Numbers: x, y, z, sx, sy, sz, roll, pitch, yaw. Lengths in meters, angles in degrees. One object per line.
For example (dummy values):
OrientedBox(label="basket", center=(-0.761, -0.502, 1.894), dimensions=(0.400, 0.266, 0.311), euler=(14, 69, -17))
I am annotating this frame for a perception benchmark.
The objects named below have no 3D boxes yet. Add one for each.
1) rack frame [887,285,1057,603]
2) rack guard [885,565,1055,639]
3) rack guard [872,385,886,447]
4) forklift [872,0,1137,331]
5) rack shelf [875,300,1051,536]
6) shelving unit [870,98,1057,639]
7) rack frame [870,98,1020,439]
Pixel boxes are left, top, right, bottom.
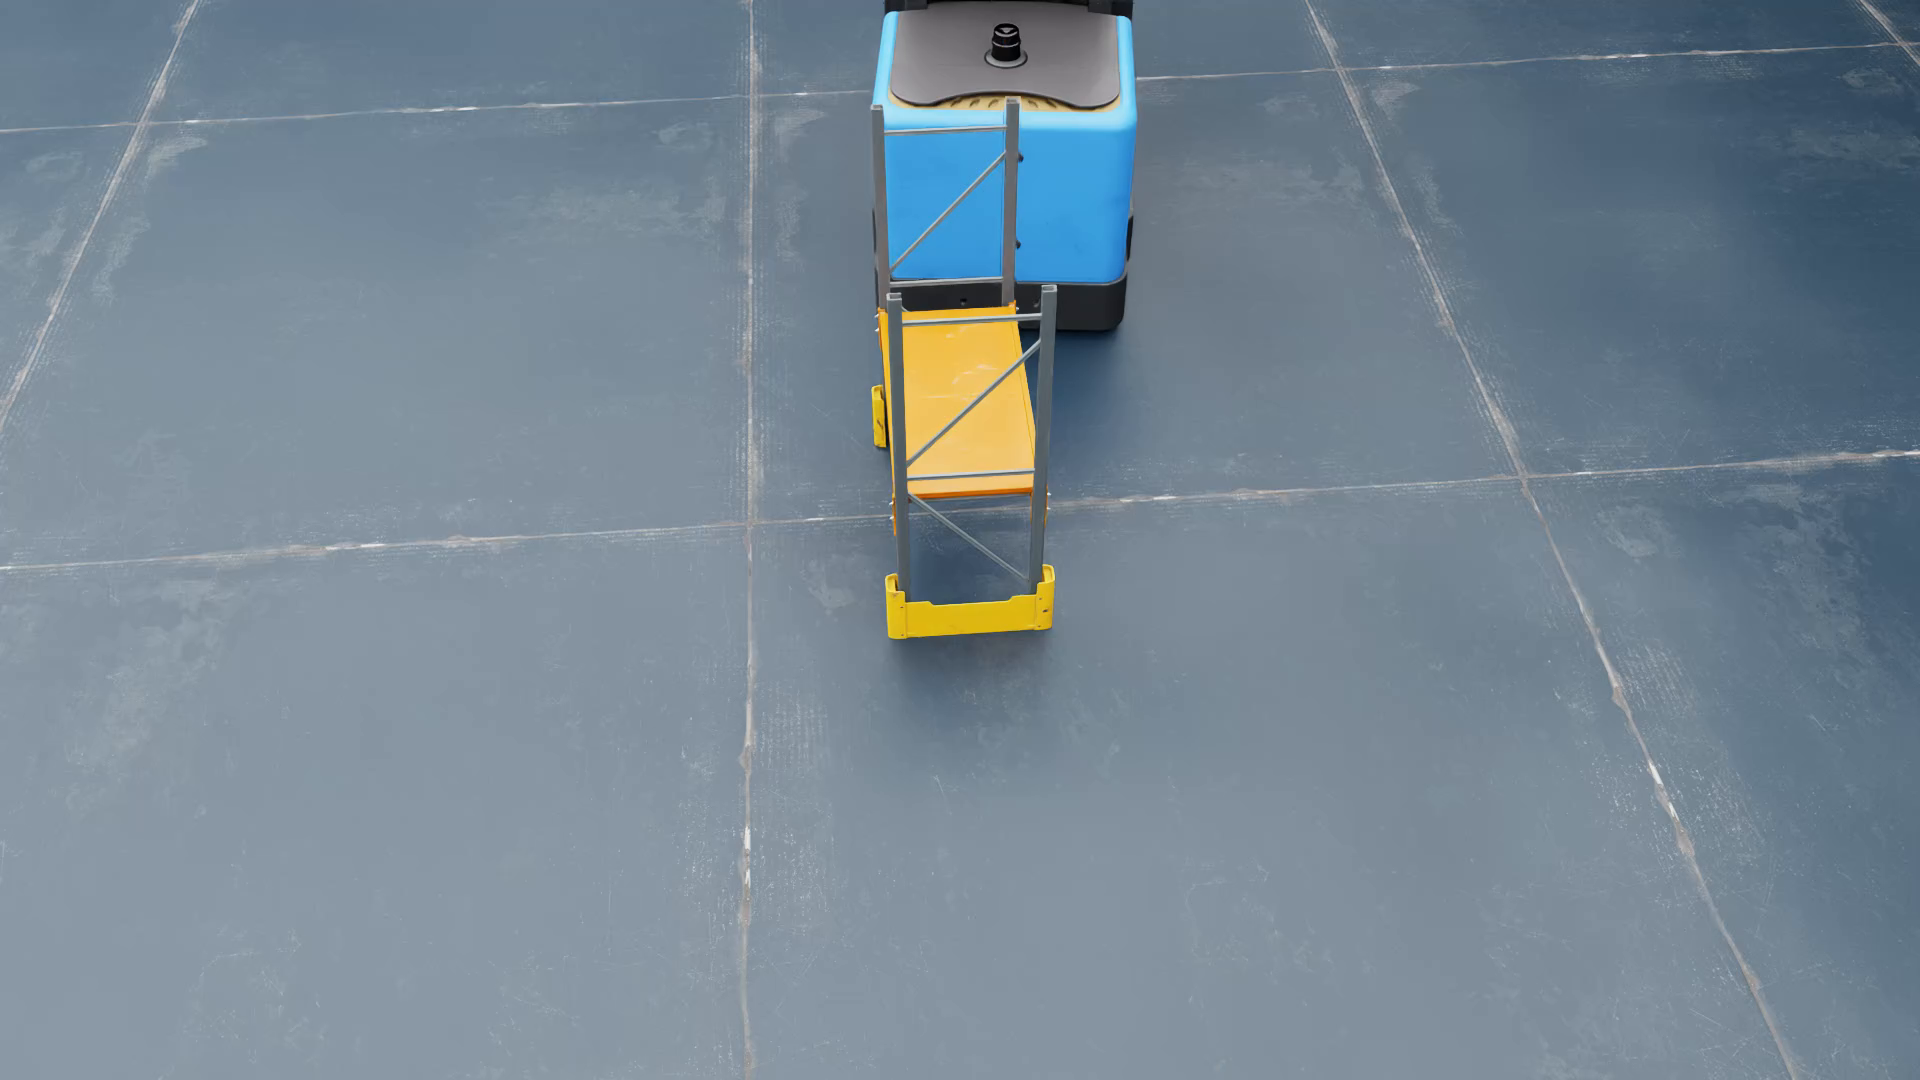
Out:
OrientedBox(label="rack frame", center=(0.035, -0.210, 5.416), dimensions=(0.500, 1.500, 0.032), euler=(-3, 47, -3))
OrientedBox(label="rack guard", center=(0.035, 0.219, 5.870), dimensions=(0.587, 0.250, 0.087), euler=(-3, 47, -3))
OrientedBox(label="rack guard", center=(-0.048, -0.501, 6.553), dimensions=(0.587, 0.250, 0.087), euler=(-3, 47, -3))
OrientedBox(label="forklift", center=(0.222, -2.948, 7.023), dimensions=(1.130, 2.935, 3.031), euler=(2, 47, 1))
OrientedBox(label="rack shelf", center=(-0.007, -0.454, 5.895), dimensions=(0.538, 0.185, 1.000), euler=(-3, 47, -3))
OrientedBox(label="shelving unit", center=(-0.006, -0.571, 5.758), dimensions=(0.587, 1.500, 1.083), euler=(-3, 47, -3))
OrientedBox(label="rack frame", center=(-0.050, -0.945, 6.112), dimensions=(0.500, 1.500, 0.032), euler=(-3, 47, -3))
